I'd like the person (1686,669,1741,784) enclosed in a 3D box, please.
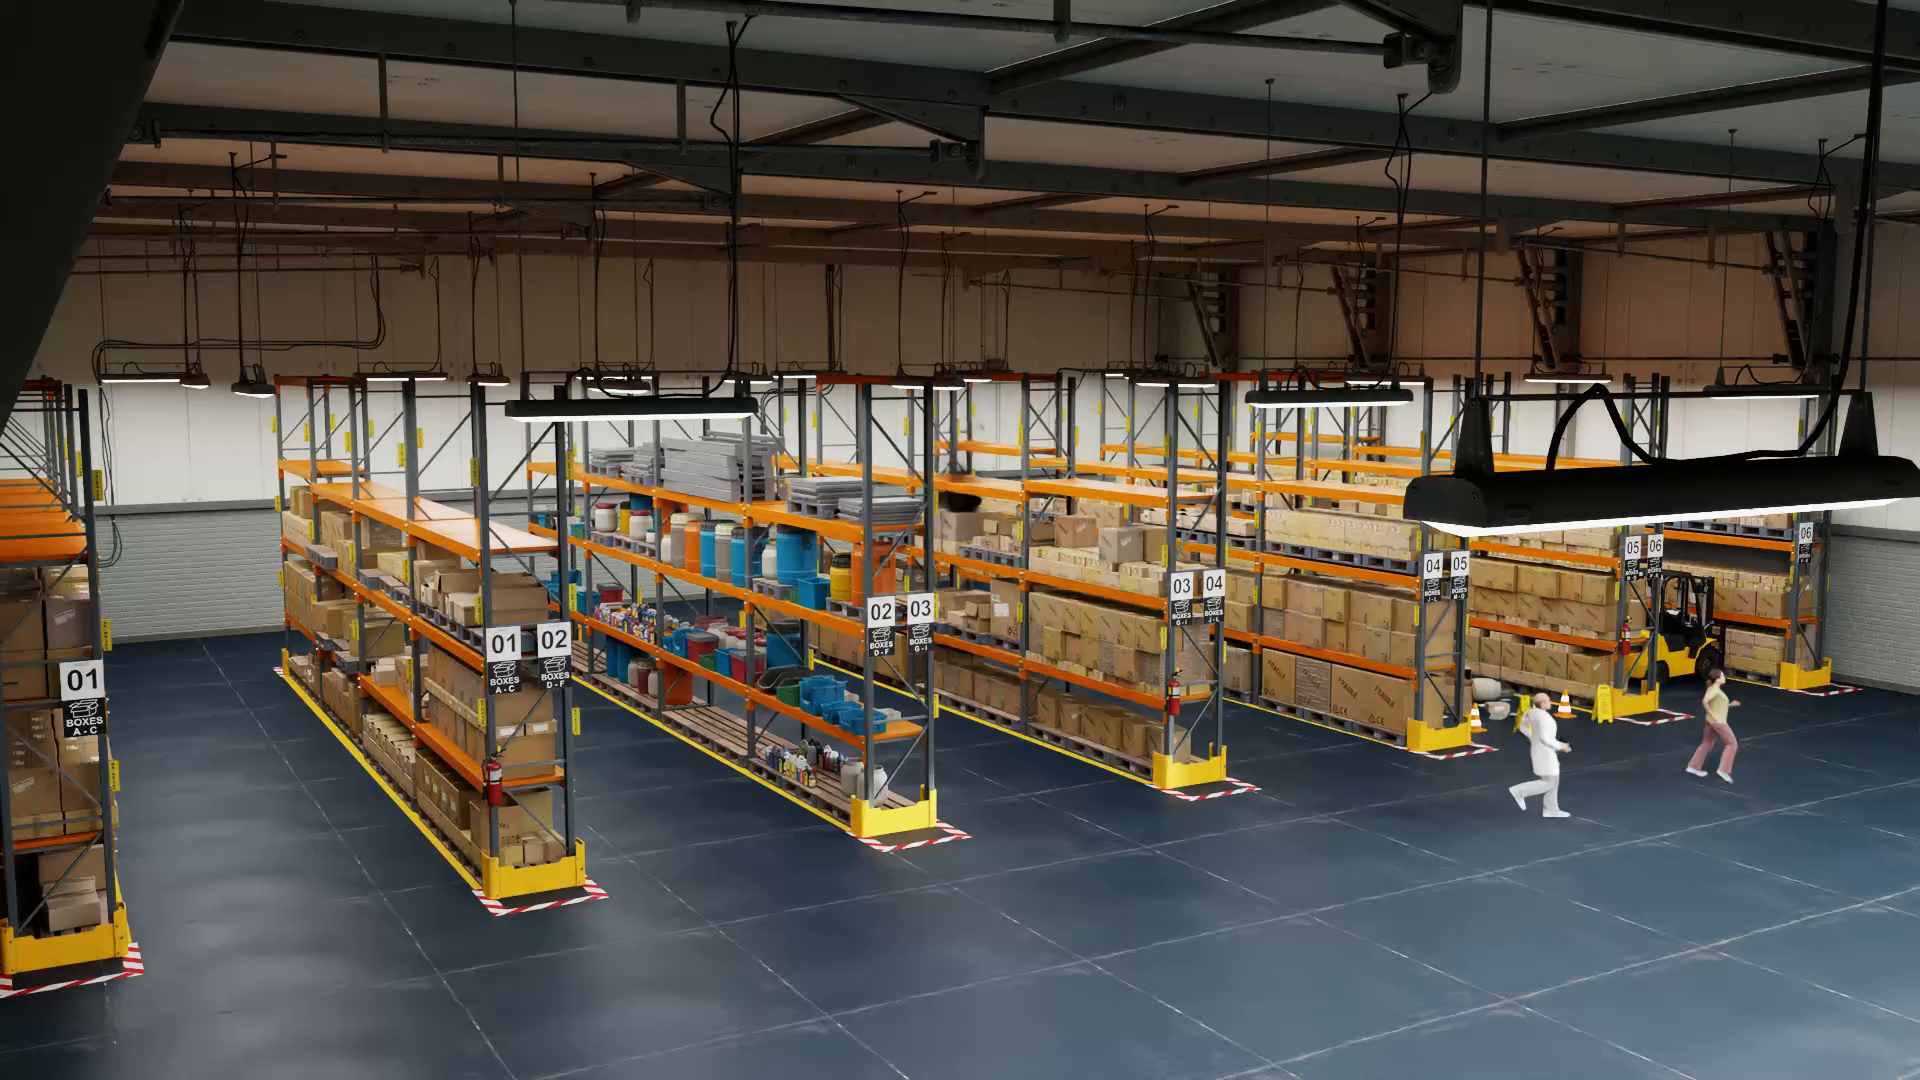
[{"bbox_3d":[11.292,2.781,24.890,0.729,1.724,0.544,1,6,8],"label":"person"}]

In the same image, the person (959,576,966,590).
[{"bbox_3d":[0.114,0.915,42.165,0.691,1.640,0.667,1,6,12],"label":"person"}]

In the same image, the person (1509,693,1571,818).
[{"bbox_3d":[7.976,2.964,22.876,0.875,1.748,0.708,0,6,0],"label":"person"}]
